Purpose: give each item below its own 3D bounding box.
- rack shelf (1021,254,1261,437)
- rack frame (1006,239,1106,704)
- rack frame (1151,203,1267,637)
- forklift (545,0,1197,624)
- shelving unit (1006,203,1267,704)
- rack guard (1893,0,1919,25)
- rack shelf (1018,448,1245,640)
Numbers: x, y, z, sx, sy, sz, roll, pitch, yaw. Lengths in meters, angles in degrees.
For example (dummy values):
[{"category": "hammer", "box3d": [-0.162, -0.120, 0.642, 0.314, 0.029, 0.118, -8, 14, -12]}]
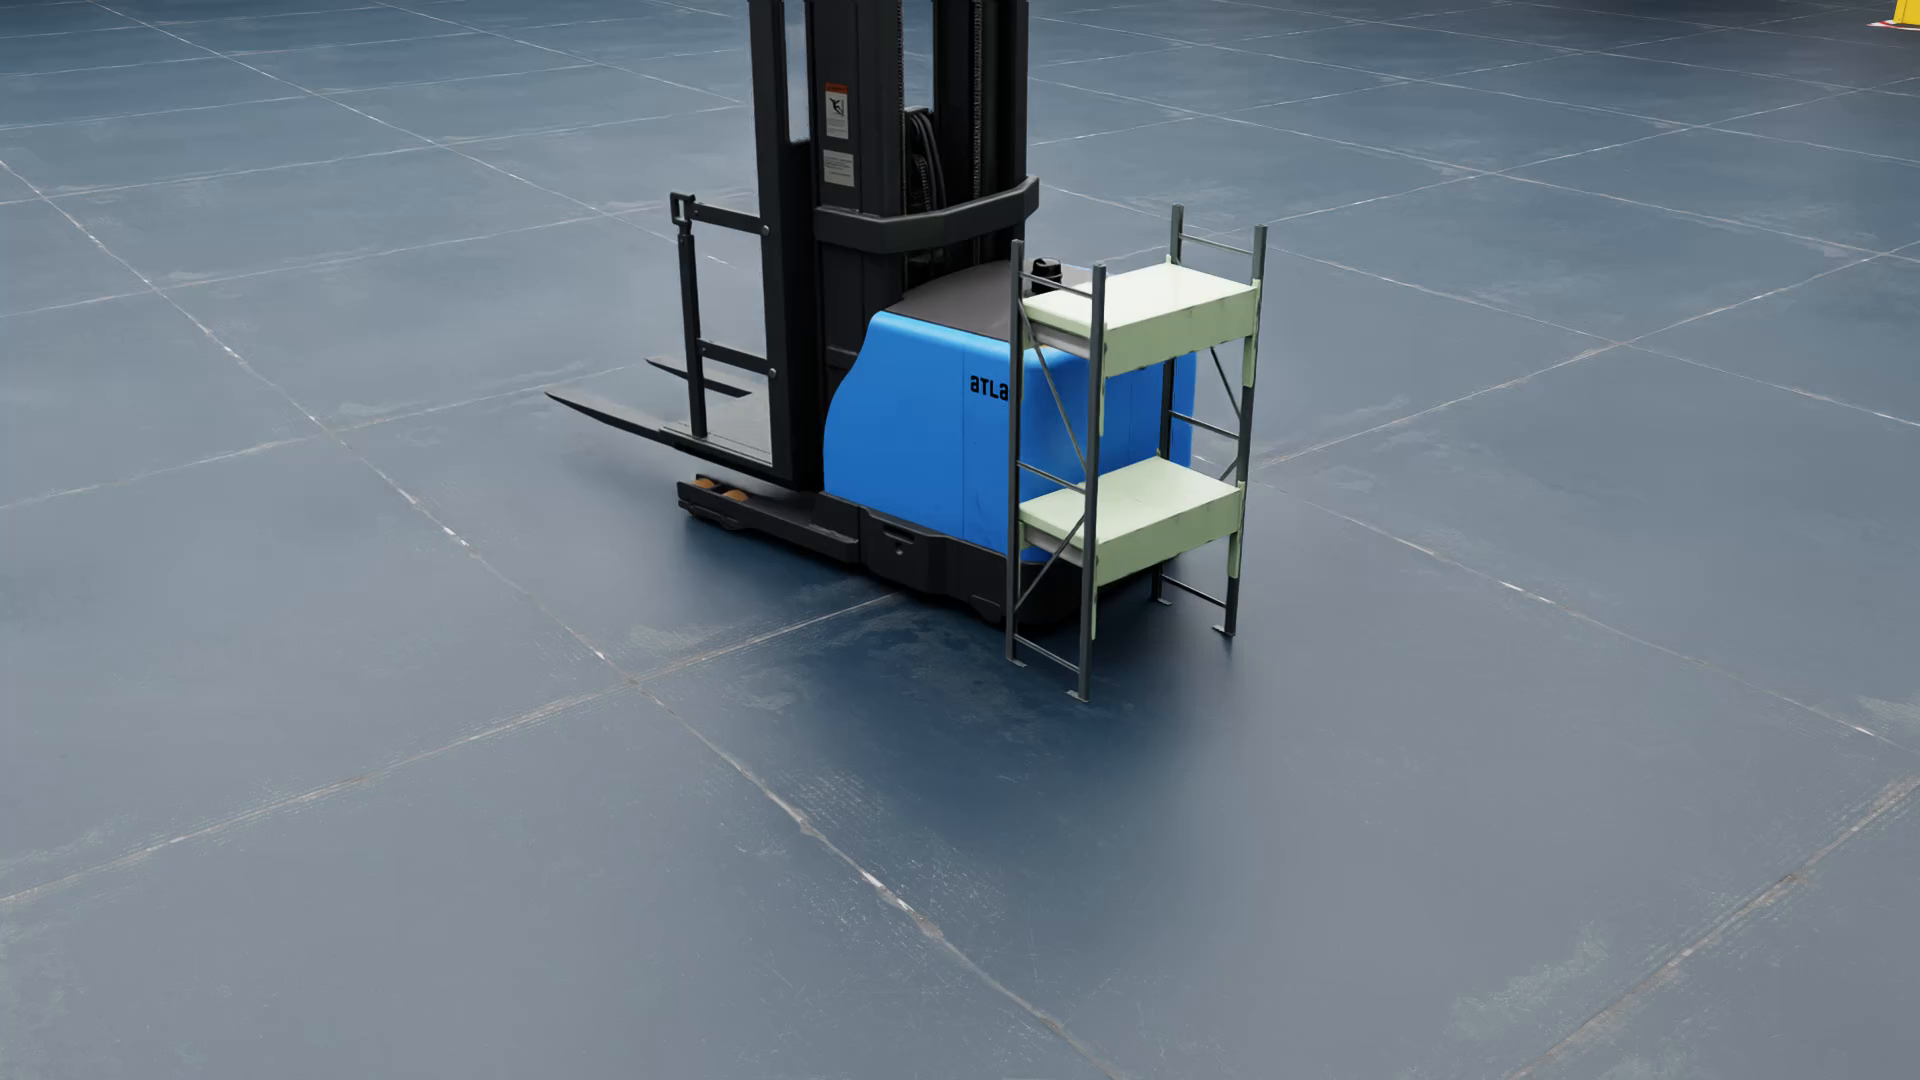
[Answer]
[{"category": "rack shelf", "box3d": [0.577, -0.651, 5.444, 0.720, 0.370, 0.431, -20, 31, -36]}, {"category": "rack frame", "box3d": [0.298, -0.198, 5.394, 0.023, 1.500, 0.400, -20, 31, -36]}, {"category": "rack frame", "box3d": [0.857, -0.397, 5.823, 0.023, 1.500, 0.400, -20, 31, -36]}, {"category": "forklift", "box3d": [-0.547, -1.519, 6.542, 3.031, 2.935, 1.130, 19, 31, 35]}, {"category": "shelving unit", "box3d": [0.577, -0.297, 5.609, 0.755, 1.500, 0.431, -20, 31, -36]}, {"category": "rack guard", "box3d": [11.984, -6.469, 20.094, 0.348, 0.500, 1.175, -18, 31, -34]}, {"category": "rack shelf", "box3d": [0.577, -0.001, 5.746, 0.720, 0.370, 0.431, -20, 31, -36]}]
